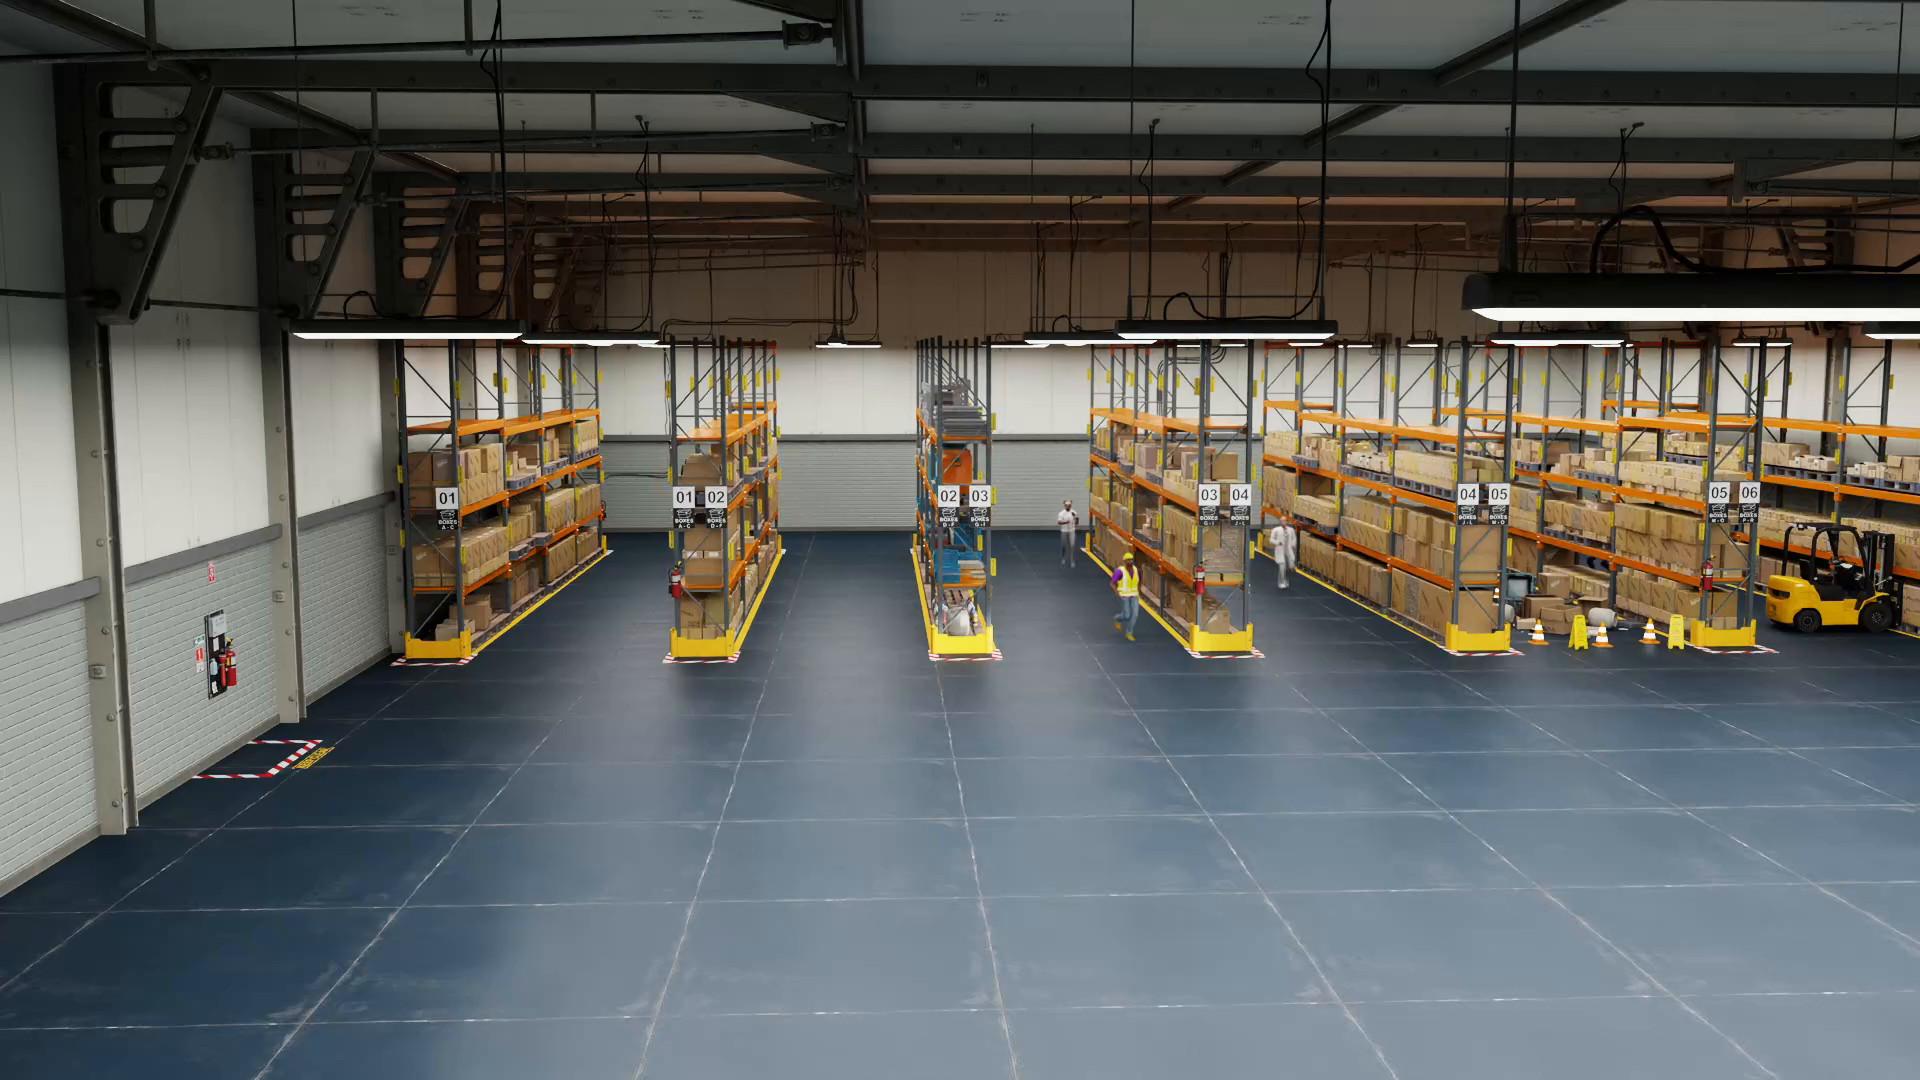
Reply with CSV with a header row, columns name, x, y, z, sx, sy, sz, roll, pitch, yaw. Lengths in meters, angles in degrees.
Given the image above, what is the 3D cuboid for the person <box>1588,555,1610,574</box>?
name,x,y,z,sx,sy,sz,roll,pitch,yaw
person,15.938,0.242,41.393,0.587,1.617,0.935,0,7,-4

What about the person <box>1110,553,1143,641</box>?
name,x,y,z,sx,sy,sz,roll,pitch,yaw
person,3.338,1.115,33.199,0.710,1.737,0.654,-3,7,-21

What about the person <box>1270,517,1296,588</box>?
name,x,y,z,sx,sy,sz,roll,pitch,yaw
person,7.818,0.309,39.991,0.698,1.735,0.633,-1,7,-9

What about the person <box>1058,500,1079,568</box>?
name,x,y,z,sx,sy,sz,roll,pitch,yaw
person,2.774,-0.185,42.597,0.569,1.714,0.833,0,6,-2
